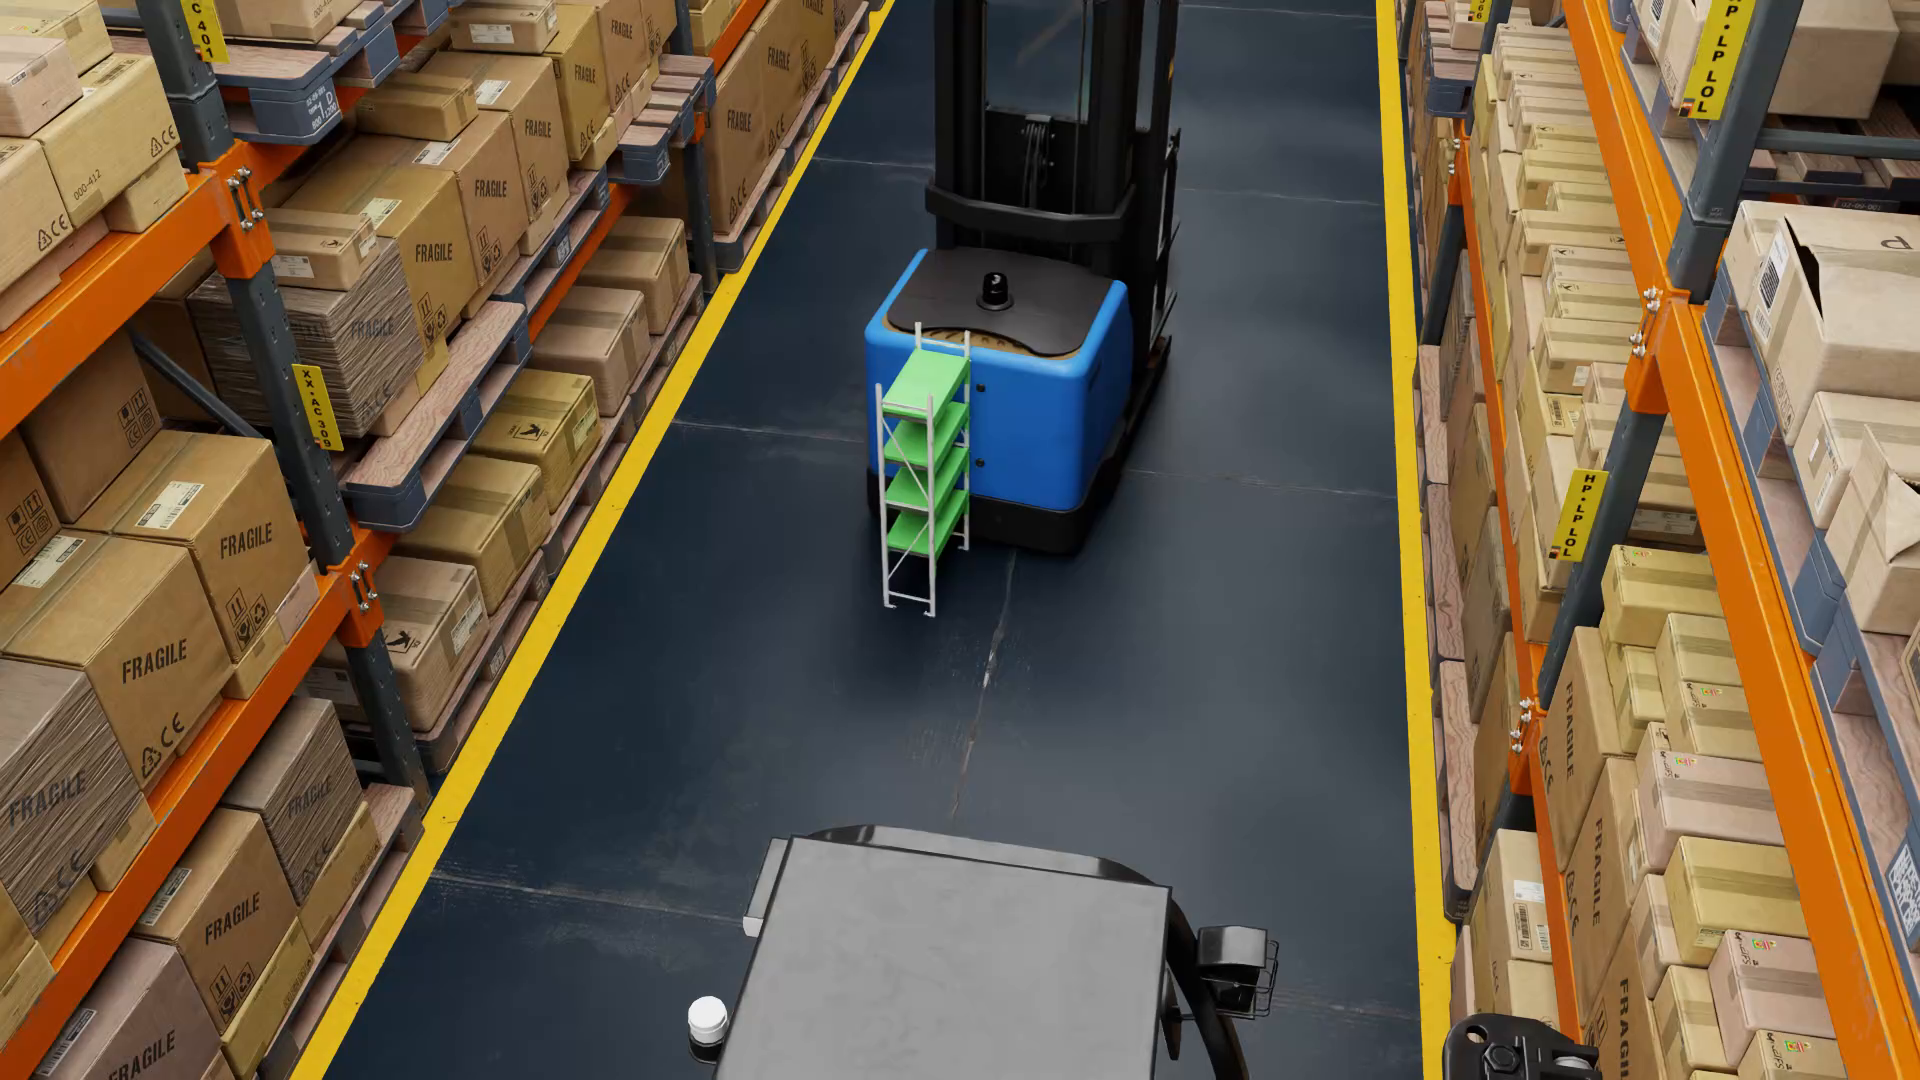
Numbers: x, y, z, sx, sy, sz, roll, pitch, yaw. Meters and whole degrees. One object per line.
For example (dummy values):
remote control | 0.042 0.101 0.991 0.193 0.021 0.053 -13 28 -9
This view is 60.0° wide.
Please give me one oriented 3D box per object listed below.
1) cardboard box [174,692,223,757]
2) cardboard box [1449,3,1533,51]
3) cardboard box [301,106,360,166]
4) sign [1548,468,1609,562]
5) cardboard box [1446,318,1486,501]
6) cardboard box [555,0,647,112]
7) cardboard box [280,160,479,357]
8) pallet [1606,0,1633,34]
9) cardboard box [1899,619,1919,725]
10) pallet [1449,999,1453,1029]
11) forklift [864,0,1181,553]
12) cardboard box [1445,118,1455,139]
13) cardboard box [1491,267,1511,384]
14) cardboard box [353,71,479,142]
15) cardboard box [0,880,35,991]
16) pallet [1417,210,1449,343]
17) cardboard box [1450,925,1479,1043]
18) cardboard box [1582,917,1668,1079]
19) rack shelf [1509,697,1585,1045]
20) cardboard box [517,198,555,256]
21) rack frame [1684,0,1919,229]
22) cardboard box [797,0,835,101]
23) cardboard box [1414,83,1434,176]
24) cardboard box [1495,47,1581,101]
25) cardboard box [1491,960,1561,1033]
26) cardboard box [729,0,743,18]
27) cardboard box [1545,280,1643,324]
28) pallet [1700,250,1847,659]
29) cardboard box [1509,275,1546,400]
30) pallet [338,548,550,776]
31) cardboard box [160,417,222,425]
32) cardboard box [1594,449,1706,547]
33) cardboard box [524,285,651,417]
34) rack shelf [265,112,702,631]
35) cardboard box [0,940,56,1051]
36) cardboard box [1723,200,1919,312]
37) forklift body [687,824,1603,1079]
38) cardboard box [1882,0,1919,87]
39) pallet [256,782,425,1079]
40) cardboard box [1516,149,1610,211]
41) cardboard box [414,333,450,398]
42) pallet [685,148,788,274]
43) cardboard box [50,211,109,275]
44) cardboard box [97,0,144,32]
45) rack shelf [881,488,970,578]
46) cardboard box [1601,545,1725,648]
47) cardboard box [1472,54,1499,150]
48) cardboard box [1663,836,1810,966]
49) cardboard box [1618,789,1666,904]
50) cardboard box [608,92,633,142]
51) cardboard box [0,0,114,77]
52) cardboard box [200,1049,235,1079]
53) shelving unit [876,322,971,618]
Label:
cardboard box | -2.507 0.501 5.084 0.380 0.149 0.250 7 40 8
cardboard box | 2.724 -2.628 8.539 0.380 0.149 0.250 7 40 8
cardboard box | -2.560 -1.408 6.554 0.500 0.500 0.500 8 40 9
sign | 1.760 -0.068 4.728 0.100 0.325 0.005 6 40 8
cardboard box | 2.761 -0.554 7.697 0.875 0.625 0.625 8 40 9
cardboard box | -1.785 -2.327 7.666 0.500 0.500 0.500 6 40 7
cardboard box | -2.144 -1.035 6.104 0.500 0.500 0.500 7 40 8
pallet | 2.768 -2.054 5.771 1.003 0.211 1.213 8 40 10
cardboard box | 1.855 0.216 2.388 0.797 0.503 0.637 8 40 9
pallet | 2.117 1.971 5.297 1.003 0.211 1.213 6 40 8
forklift | 0.503 -2.016 7.985 1.130 2.935 3.031 12 41 14
cardboard box | 2.930 -2.230 9.313 0.380 0.149 0.250 5 40 6
cardboard box | 2.405 -0.835 6.620 0.500 0.250 0.500 8 40 9
cardboard box | -2.077 -1.658 6.347 0.380 0.149 0.250 9 40 10
cardboard box | -2.677 0.982 3.993 0.500 0.500 0.500 6 40 7
pallet | 3.155 -1.498 9.493 1.003 0.211 1.213 6 40 8
cardboard box | 1.886 1.567 5.426 0.500 0.250 0.500 7 40 8
cardboard box | 1.802 1.260 3.891 0.500 0.500 0.500 6 40 7
rack shelf | 1.950 1.934 3.718 1.077 0.370 4.000 6 40 8
cardboard box | -1.934 -1.335 6.975 0.380 0.149 0.250 8 40 9
rack frame | 2.296 -1.910 3.095 1.000 3.000 0.127 6 40 8
cardboard box | -1.386 -3.541 11.114 0.875 0.875 0.875 7 40 9
cardboard box | 3.106 -2.566 10.228 0.500 0.500 0.500 5 40 6
cardboard box | 2.598 -2.062 7.399 0.380 0.149 0.250 7 40 9
cardboard box | 1.805 1.503 4.718 0.500 0.250 0.500 6 40 8
cardboard box | -1.497 -3.199 9.480 0.500 0.250 0.500 5 40 6
cardboard box | 2.279 -0.775 5.842 0.380 0.149 0.250 5 40 7
pallet | 2.174 -0.182 3.428 1.003 0.211 1.213 6 40 8
cardboard box | 2.305 -0.713 6.081 0.500 0.250 0.500 7 40 9
pallet | -2.460 0.443 7.146 1.003 0.211 1.213 6 40 8
cardboard box | -2.776 -0.562 6.040 0.380 0.149 0.250 7 40 8
cardboard box | 2.136 -0.126 5.057 0.380 0.149 0.250 8 40 9
cardboard box | -2.129 -0.985 8.417 0.950 0.372 0.625 6 40 7
rack shelf | -2.247 -1.121 7.413 1.077 0.370 4.000 6 40 8
cardboard box | -2.604 1.150 4.299 0.380 0.149 0.250 7 40 8
cardboard box | 1.919 -0.610 3.665 0.380 0.149 0.250 7 40 9
forklift body | 0.135 1.848 3.924 2.313 2.155 1.214 6 40 8
cardboard box | 2.636 -1.369 4.584 0.380 0.149 0.250 6 40 8
pallet | -2.675 1.357 6.040 1.003 0.211 1.213 6 40 8
cardboard box | 2.430 -1.418 6.621 0.380 0.149 0.250 7 40 9
cardboard box | -2.135 -0.676 6.178 0.380 0.149 0.250 7 40 9
pallet | -1.691 -2.065 10.179 1.003 0.211 1.213 6 40 8
cardboard box | -2.478 -0.822 4.330 0.380 0.149 0.250 7 40 8
cardboard box | -2.635 -1.786 5.087 0.500 0.250 0.500 6 40 7
rack shelf | -0.149 -0.057 7.451 0.258 0.148 0.480 12 41 14
cardboard box | 1.949 0.166 4.471 0.380 0.149 0.250 7 40 9
cardboard box | 2.646 -1.995 7.631 0.500 0.250 0.500 6 40 8
cardboard box | 1.793 0.817 3.683 0.380 0.149 0.250 6 40 7
cardboard box | 1.805 0.760 3.986 0.380 0.149 0.250 7 40 9
cardboard box | -1.752 -1.991 7.768 0.380 0.149 0.250 5 40 6
cardboard box | -2.433 -1.287 4.267 0.380 0.149 0.250 7 40 9
cardboard box | -2.606 1.809 5.133 0.500 0.250 0.500 7 40 8
shelving unit | -0.149 -0.291 7.258 0.258 1.200 0.503 12 41 14
